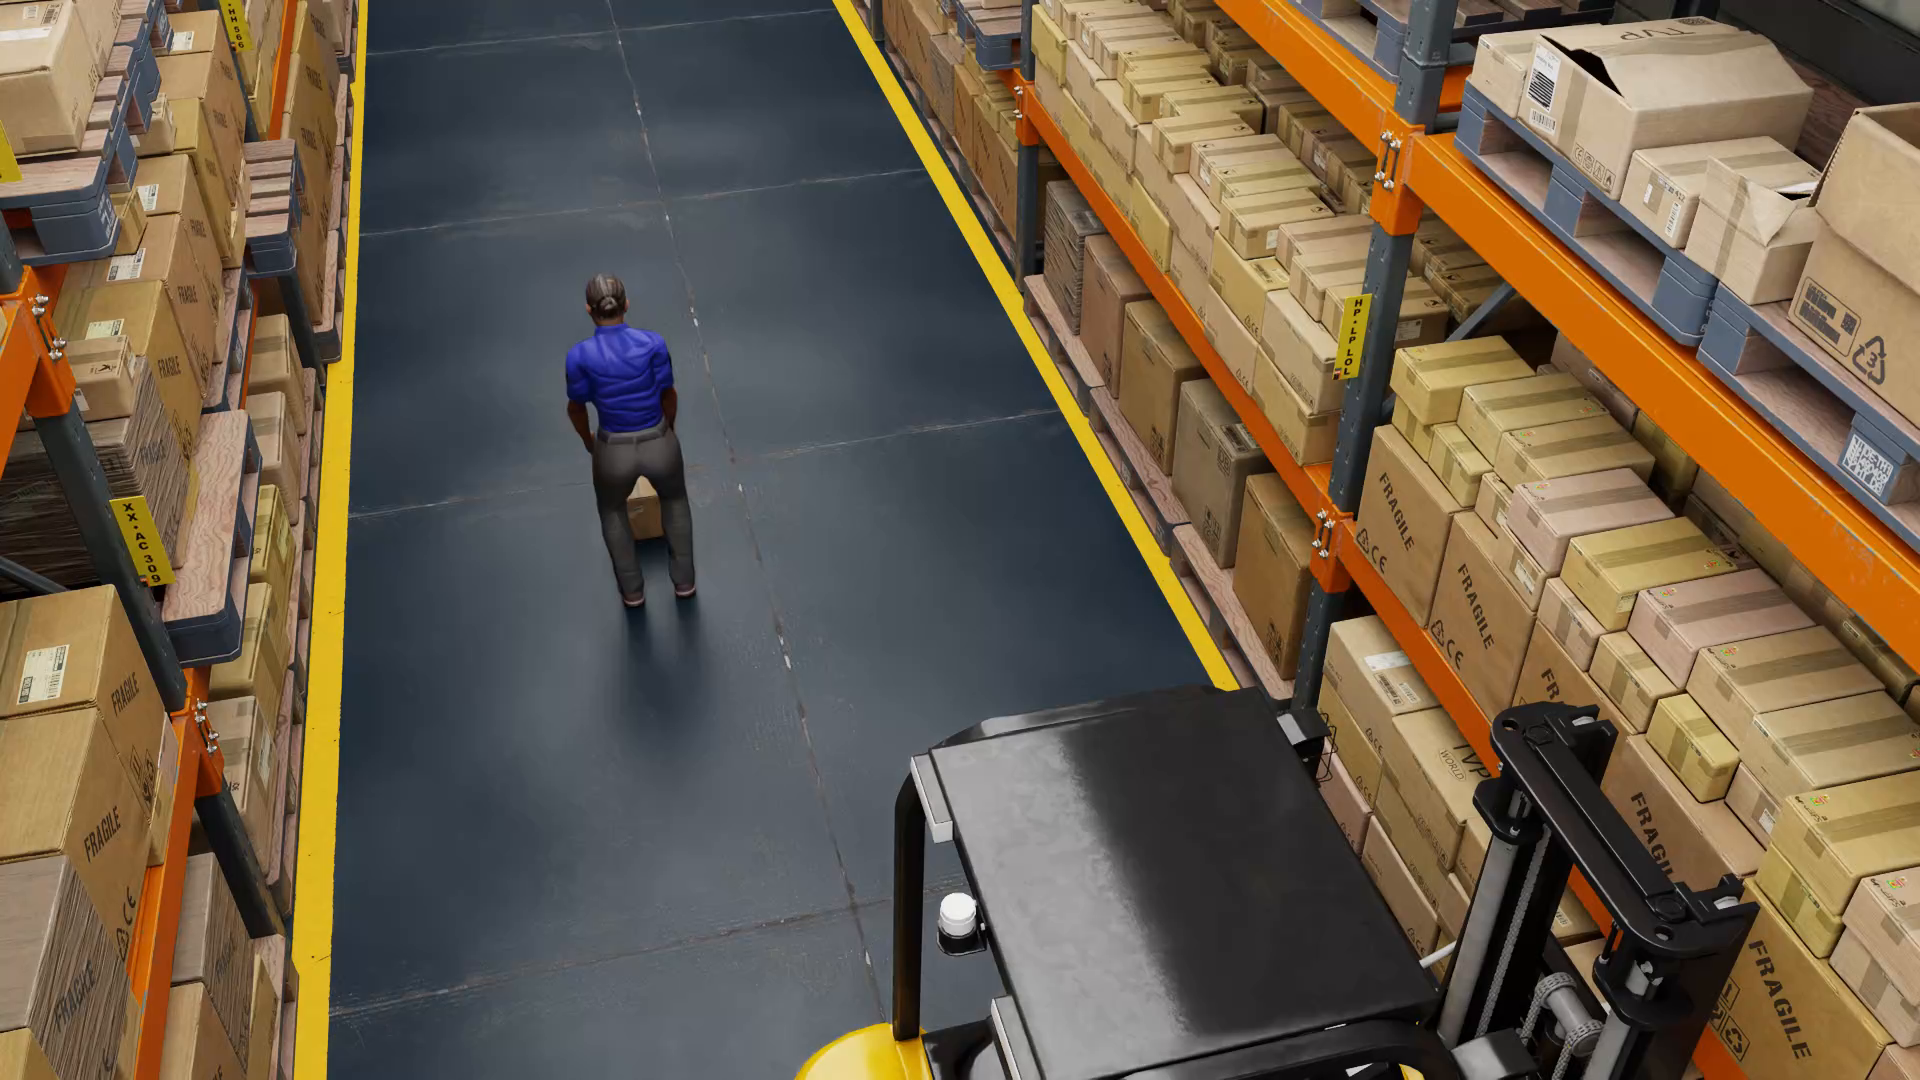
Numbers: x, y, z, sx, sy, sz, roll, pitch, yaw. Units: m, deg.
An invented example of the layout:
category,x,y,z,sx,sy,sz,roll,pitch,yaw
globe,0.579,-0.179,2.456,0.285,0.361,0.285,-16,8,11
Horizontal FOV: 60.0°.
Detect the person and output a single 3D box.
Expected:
category,x,y,z,sx,sy,sz,roll,pitch,yaw
person,-1.452,-0.401,7.302,0.469,1.575,0.430,-9,39,-11
